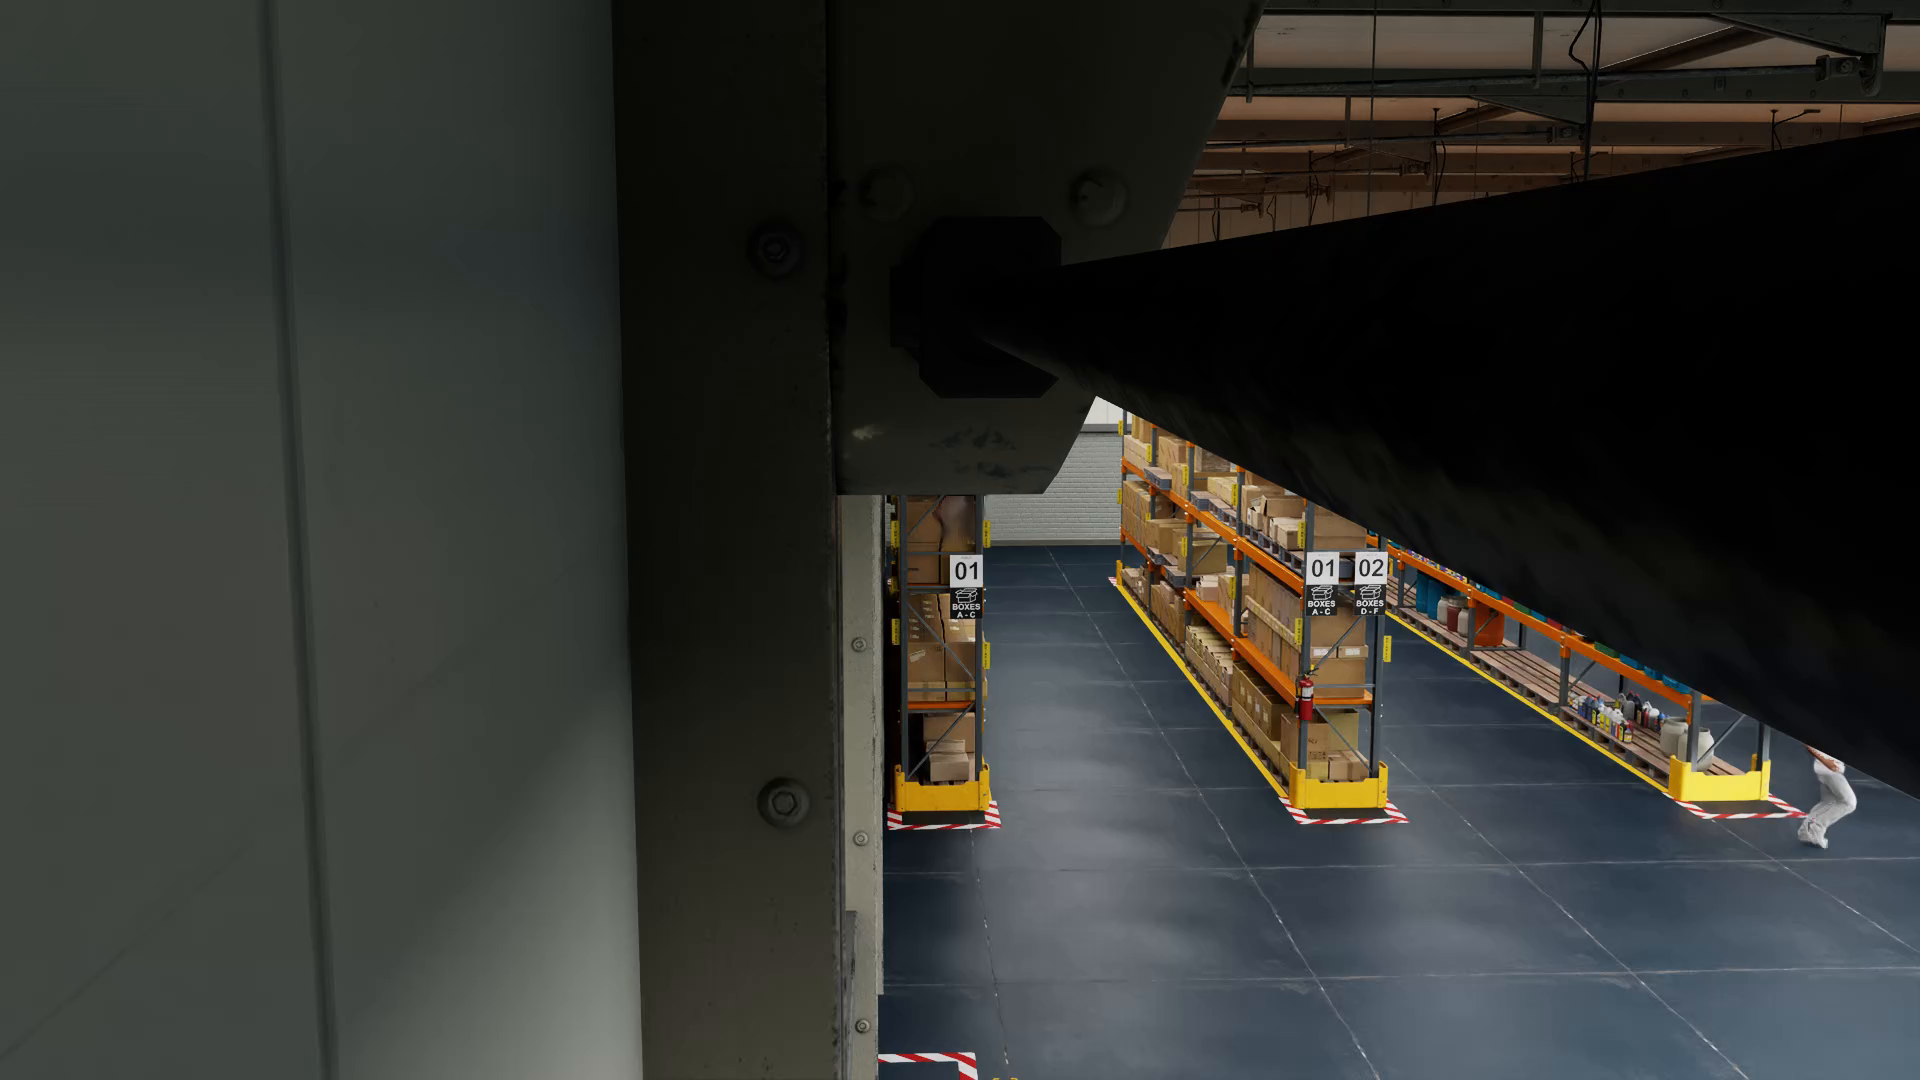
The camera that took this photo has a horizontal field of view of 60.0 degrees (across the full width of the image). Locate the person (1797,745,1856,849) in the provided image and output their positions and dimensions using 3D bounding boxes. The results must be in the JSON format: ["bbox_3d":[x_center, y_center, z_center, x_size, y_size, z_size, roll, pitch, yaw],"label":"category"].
[{"bbox_3d":[10.024,2.663,19.138,0.579,1.742,0.735,5,10,31],"label":"person"}]
